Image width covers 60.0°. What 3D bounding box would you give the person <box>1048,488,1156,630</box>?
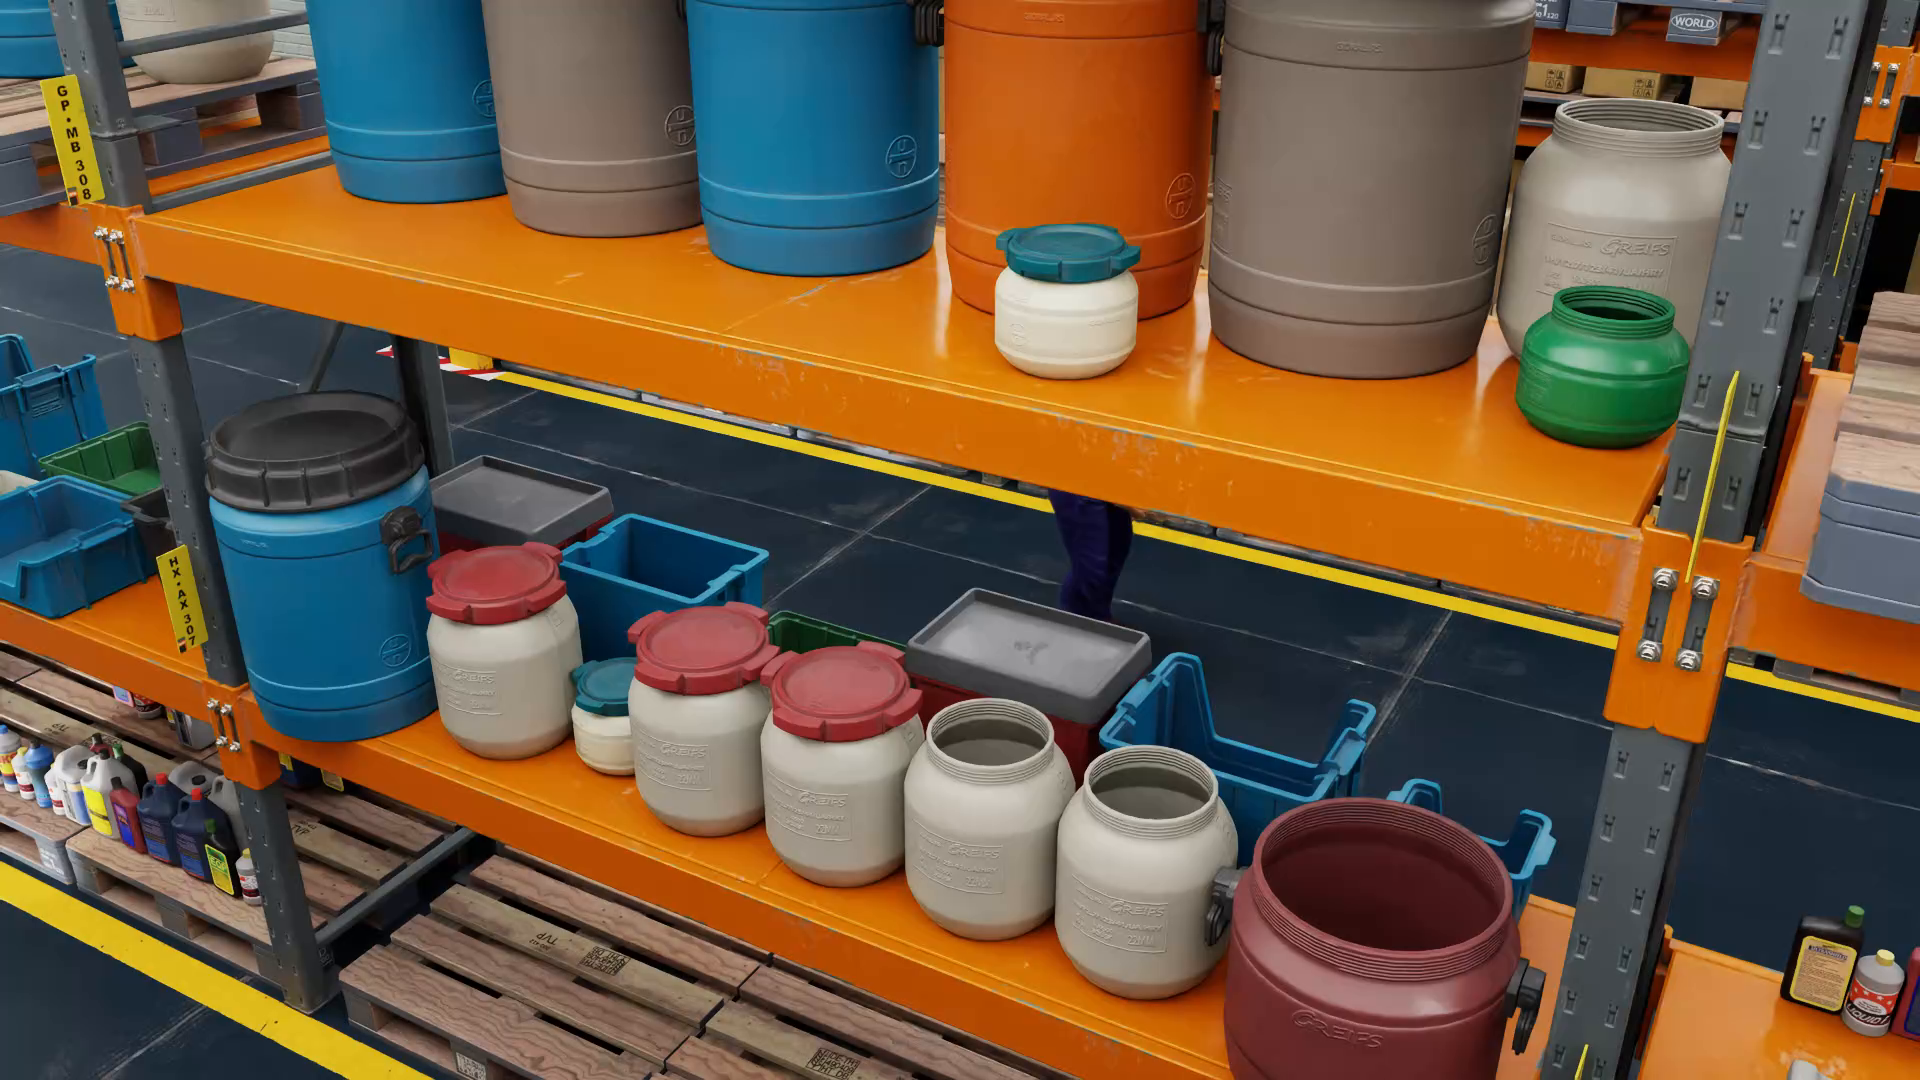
[{"bbox_3d":[0.699,-0.218,7.581,0.540,1.644,0.435,14,30,25],"label":"person"}]
